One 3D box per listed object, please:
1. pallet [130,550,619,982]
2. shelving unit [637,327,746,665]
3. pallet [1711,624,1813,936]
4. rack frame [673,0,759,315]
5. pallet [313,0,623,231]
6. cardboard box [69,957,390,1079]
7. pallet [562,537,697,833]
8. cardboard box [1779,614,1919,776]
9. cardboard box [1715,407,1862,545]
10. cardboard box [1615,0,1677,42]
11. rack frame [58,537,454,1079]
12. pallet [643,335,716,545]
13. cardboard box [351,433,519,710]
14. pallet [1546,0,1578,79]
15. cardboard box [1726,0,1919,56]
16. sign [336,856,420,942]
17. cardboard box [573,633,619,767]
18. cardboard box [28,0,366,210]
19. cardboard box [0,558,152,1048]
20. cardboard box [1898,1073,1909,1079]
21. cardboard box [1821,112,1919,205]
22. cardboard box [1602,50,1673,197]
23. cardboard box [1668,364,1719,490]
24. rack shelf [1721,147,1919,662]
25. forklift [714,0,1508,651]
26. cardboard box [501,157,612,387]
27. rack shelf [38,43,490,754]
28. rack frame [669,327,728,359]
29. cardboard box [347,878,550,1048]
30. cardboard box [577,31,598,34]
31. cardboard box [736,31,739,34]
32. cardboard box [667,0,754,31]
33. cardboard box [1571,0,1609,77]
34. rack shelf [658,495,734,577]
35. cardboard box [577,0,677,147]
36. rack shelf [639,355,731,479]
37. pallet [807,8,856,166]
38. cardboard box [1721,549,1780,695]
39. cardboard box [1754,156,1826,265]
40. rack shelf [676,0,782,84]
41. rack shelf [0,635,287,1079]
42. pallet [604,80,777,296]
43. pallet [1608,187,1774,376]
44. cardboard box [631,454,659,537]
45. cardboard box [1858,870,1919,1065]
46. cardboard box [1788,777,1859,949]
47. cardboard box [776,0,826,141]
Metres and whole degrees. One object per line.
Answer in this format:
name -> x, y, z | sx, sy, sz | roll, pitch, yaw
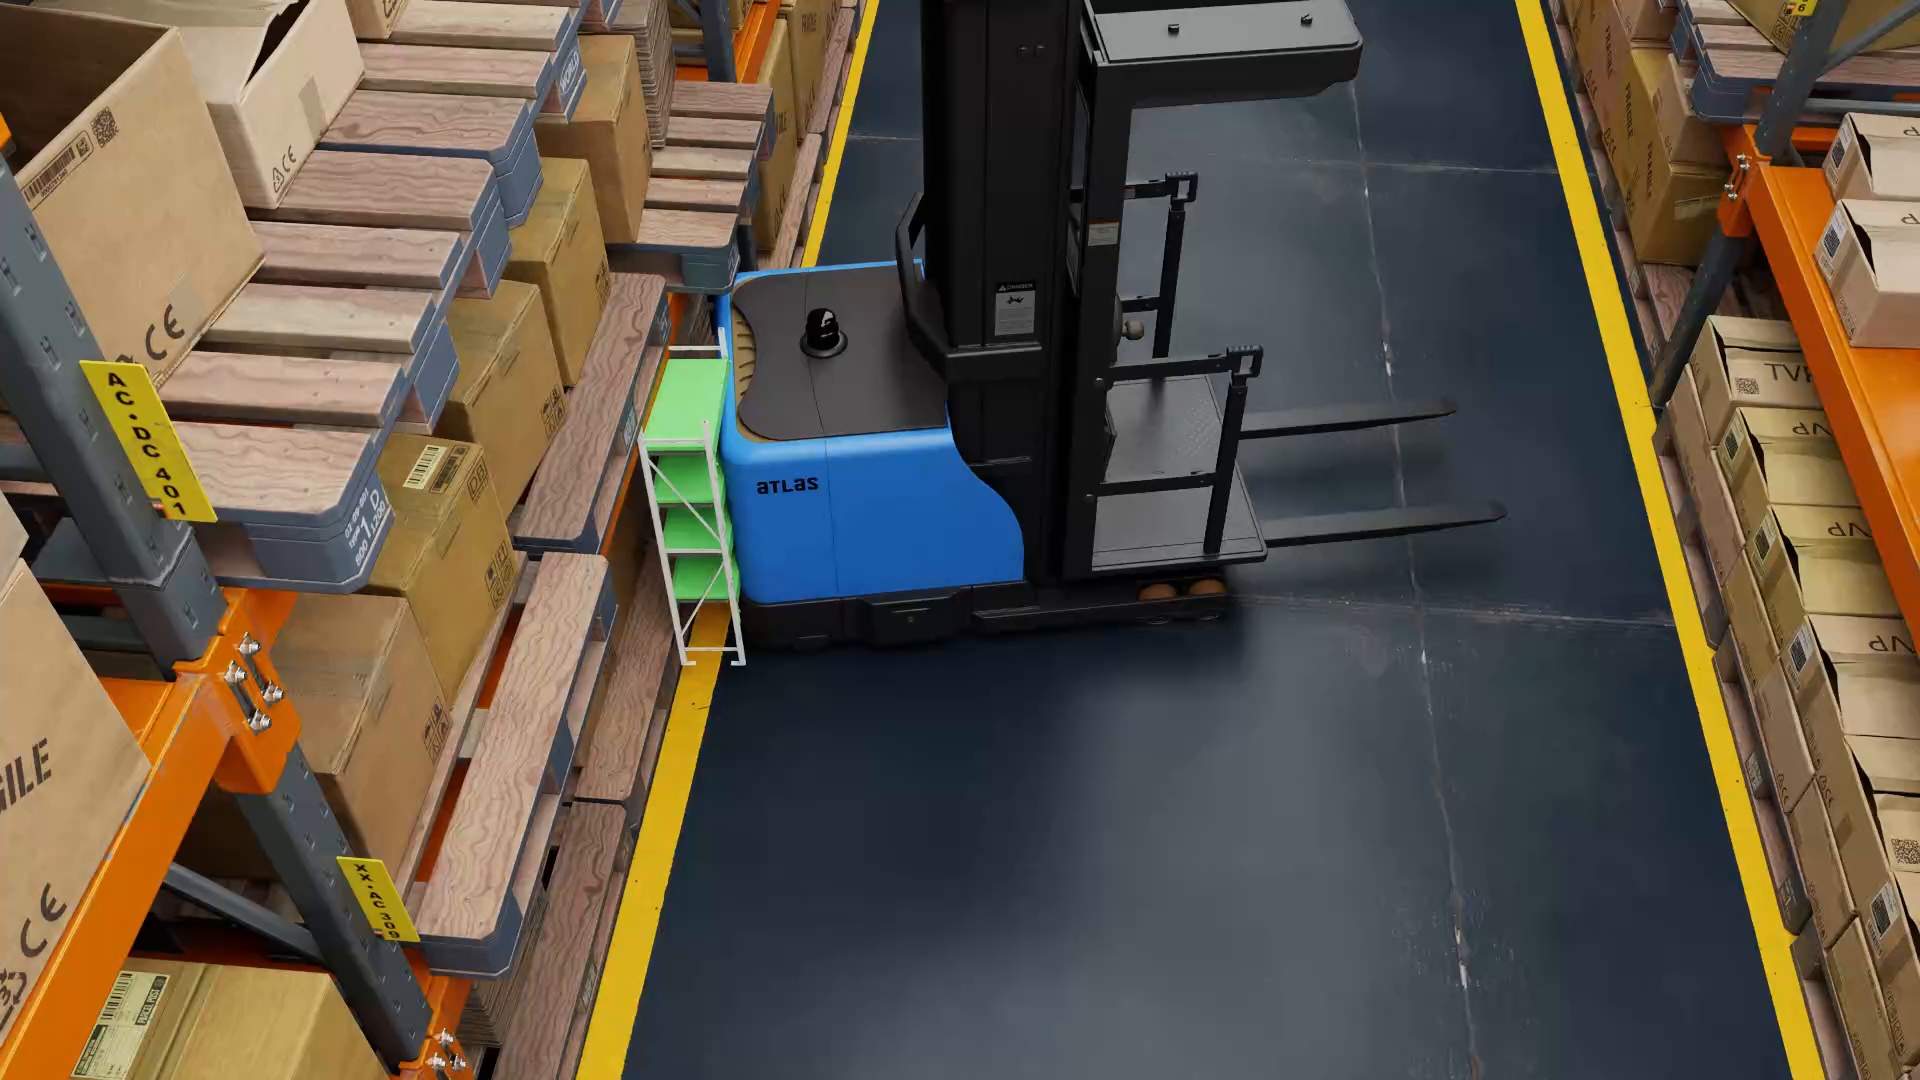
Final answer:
pallet -> -1.540, 0.527, 4.392 | 1.003, 0.211, 1.213 | 4, 48, 4
shelving unit -> -0.930, -0.132, 5.995 | 0.258, 1.200, 0.503 | 0, 45, 1
pallet -> 3.316, 0.842, 5.863 | 1.003, 0.211, 1.213 | 4, 48, 4
rack frame -> -1.390, -1.926, 6.504 | 1.000, 3.000, 0.127 | 4, 48, 4
pallet -> -1.501, -1.144, 3.884 | 1.213, 0.211, 1.003 | 4, 48, 4
cardboard box -> -1.490, 1.173, 3.251 | 0.500, 0.500, 0.500 | 4, 48, 3
pallet -> -1.577, 0.484, 6.191 | 1.003, 0.211, 1.213 | 4, 48, 4
cardboard box -> 3.069, 0.506, 5.479 | 0.500, 0.311, 0.500 | 3, 48, 3
cardboard box -> 3.164, -0.247, 6.167 | 0.500, 0.311, 0.500 | 3, 48, 3
cardboard box -> 3.485, -2.650, 8.055 | 0.500, 0.250, 0.500 | 3, 48, 3
rack frame -> -1.755, 1.014, 3.816 | 1.000, 3.000, 0.127 | 4, 48, 4
pallet -> -1.463, -0.410, 7.008 | 1.003, 0.211, 1.213 | 4, 48, 4
cardboard box -> -1.616, 0.050, 4.332 | 0.700, 0.500, 0.500 | 8, 48, 8
pallet -> 3.871, -2.993, 9.371 | 1.003, 0.211, 1.213 | 4, 48, 4
cardboard box -> 3.488, -2.241, 6.441 | 0.700, 0.500, 0.500 | -11, 48, -10
sign -> -1.214, 0.752, 3.468 | 0.100, 0.325, 0.005 | 4, 48, 4
cardboard box -> -1.620, 0.412, 5.763 | 0.700, 0.500, 0.500 | 4, 48, 4
cardboard box -> -1.569, -0.959, 3.364 | 0.500, 0.311, 0.500 | 5, 48, 5
cardboard box -> -1.555, 0.350, 2.309 | 0.500, 0.500, 0.500 | 5, 48, 5
cardboard box -> 2.928, 1.806, 4.670 | 0.500, 0.250, 0.500 | 3, 48, 3
cardboard box -> 3.467, -1.301, 5.993 | 0.500, 0.311, 0.500 | 7, 48, 6
cardboard box -> 3.442, -1.983, 7.953 | 0.500, 0.500, 0.500 | 2, 48, 2
cardboard box -> 3.203, -0.444, 6.728 | 0.500, 0.250, 0.500 | 4, 48, 3
rack shelf -> 3.361, 0.117, 5.124 | 1.077, 0.370, 4.000 | 4, 48, 4
forklift -> 0.622, -1.046, 5.746 | 3.031, 2.935, 1.130 | -5, 48, -5
cardboard box -> -1.514, -0.845, 5.150 | 0.700, 0.500, 0.500 | 4, 48, 4
rack shelf -> -1.572, -1.226, 4.319 | 1.077, 0.370, 4.000 | 4, 48, 4
rack frame -> -0.928, -0.304, 6.168 | 0.240, 1.200, 0.015 | 0, 45, 1
cardboard box -> -1.704, 1.167, 5.072 | 0.700, 0.500, 0.500 | 5, 48, 5
cardboard box -> -1.406, -1.834, 5.615 | 0.380, 0.149, 0.250 | -3, 48, -3
cardboard box -> -1.098, -2.259, 6.966 | 0.380, 0.149, 0.250 | 4, 48, 4
cardboard box -> -1.091, -2.406, 6.661 | 0.500, 0.500, 0.500 | 5, 48, 5
cardboard box -> 3.531, -2.741, 8.646 | 0.500, 0.500, 0.500 | 4, 48, 4
rack shelf -> -0.929, -0.087, 6.040 | 0.258, 0.148, 0.480 | 0, 45, 1
cardboard box -> -1.423, -1.762, 5.989 | 0.700, 0.500, 0.500 | -1, 48, -1
rack shelf -> -0.935, -0.426, 5.701 | 0.258, 0.148, 0.480 | 0, 45, 1
pallet -> -1.129, -2.453, 8.876 | 1.003, 0.211, 1.213 | 4, 48, 4
cardboard box -> 3.117, 0.308, 6.040 | 0.500, 0.250, 0.500 | 3, 48, 2
cardboard box -> 3.912, -1.600, 7.603 | 0.500, 0.500, 0.500 | 2, 48, 2
rack shelf -> -1.208, -3.153, 8.114 | 1.077, 0.370, 4.000 | 4, 48, 4
rack shelf -> -1.937, 1.714, 1.630 | 1.077, 0.370, 4.000 | 4, 48, 4
pallet -> -1.349, -1.330, 6.090 | 1.213, 0.211, 1.003 | 4, 48, 4
pallet -> 3.649, -1.200, 7.731 | 1.003, 0.211, 1.213 | 4, 48, 4
cardboard box -> -1.567, -0.327, 6.438 | 0.700, 0.500, 0.500 | 4, 48, 3
cardboard box -> 2.971, 1.241, 4.806 | 0.500, 0.311, 0.500 | 5, 48, 5
cardboard box -> 3.022, 1.059, 5.354 | 0.500, 0.250, 0.500 | 5, 48, 4
cardboard box -> -1.106, -2.517, 8.217 | 0.750, 0.750, 0.750 | 4, 48, 3
